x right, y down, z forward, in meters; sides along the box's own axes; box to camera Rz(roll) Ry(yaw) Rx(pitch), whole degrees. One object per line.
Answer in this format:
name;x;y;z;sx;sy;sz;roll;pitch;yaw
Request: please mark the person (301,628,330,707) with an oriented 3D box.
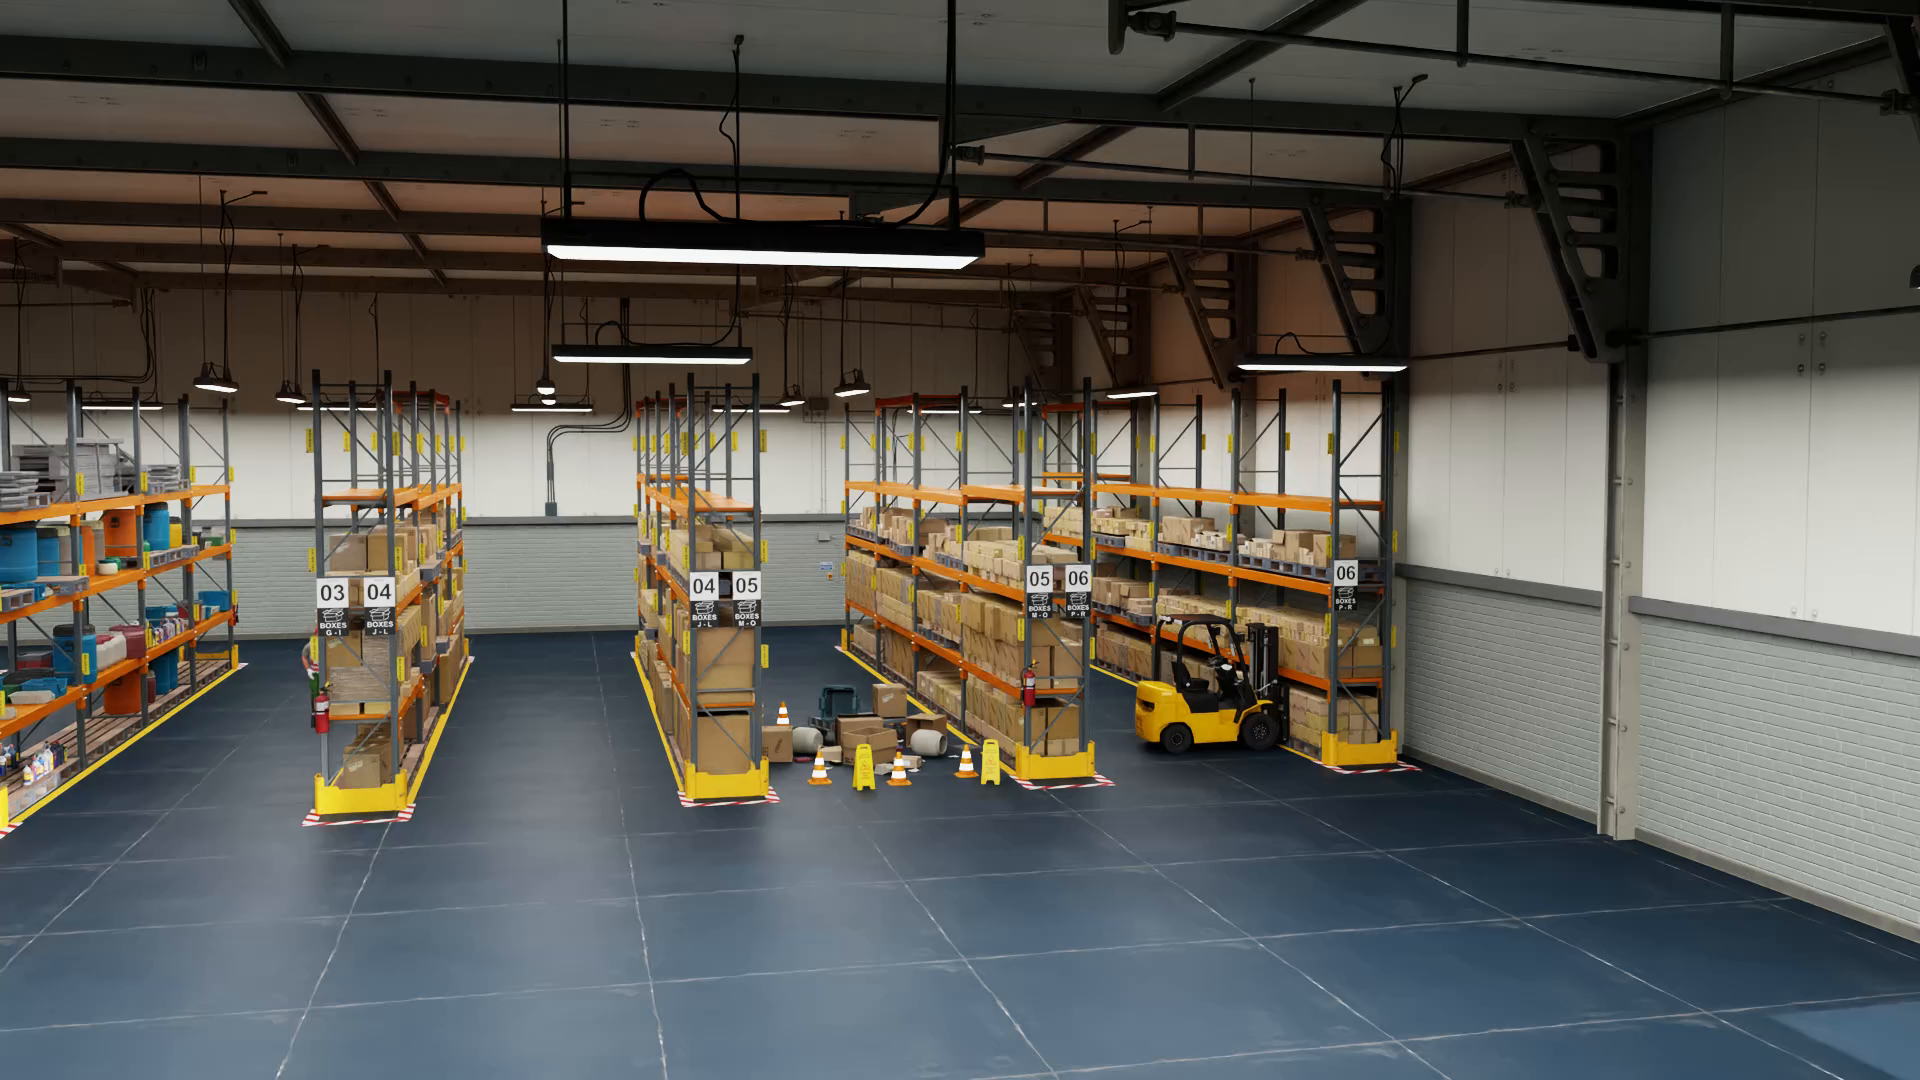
person;-11.709;2.403;30.444;0.622;1.700;0.693;-1;3;-15
